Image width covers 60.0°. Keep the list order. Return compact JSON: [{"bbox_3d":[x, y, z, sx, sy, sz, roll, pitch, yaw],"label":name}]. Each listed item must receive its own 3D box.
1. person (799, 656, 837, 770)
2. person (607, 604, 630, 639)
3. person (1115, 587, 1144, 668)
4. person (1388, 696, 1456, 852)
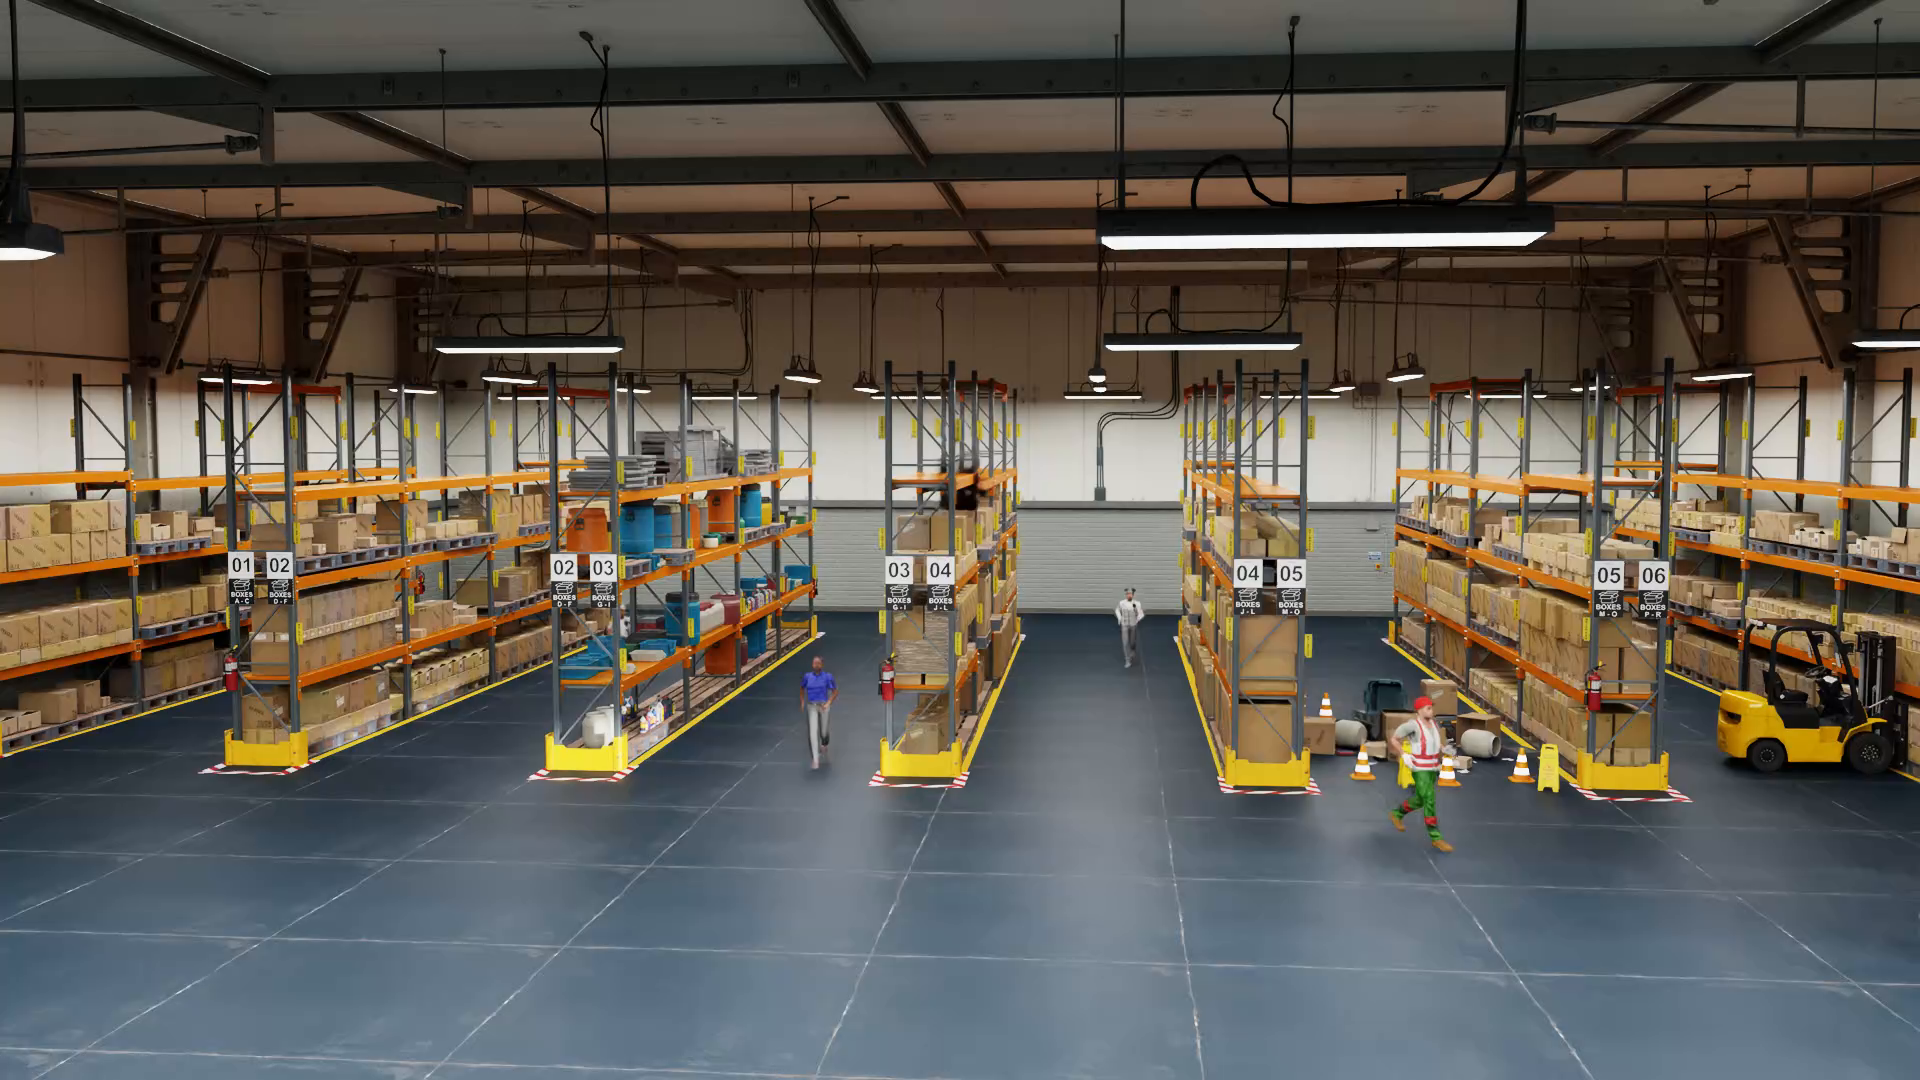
[{"bbox_3d":[-2.130,2.552,24.935,0.598,1.658,0.816,0,4,1],"label":"person"},{"bbox_3d":[-6.580,2.064,32.246,0.592,1.629,0.583,0,4,-4],"label":"person"},{"bbox_3d":[3.614,1.844,35.479,0.618,1.695,0.834,1,4,9],"label":"person"},{"bbox_3d":[5.569,2.777,20.051,0.654,1.796,0.993,-3,5,-38],"label":"person"}]
